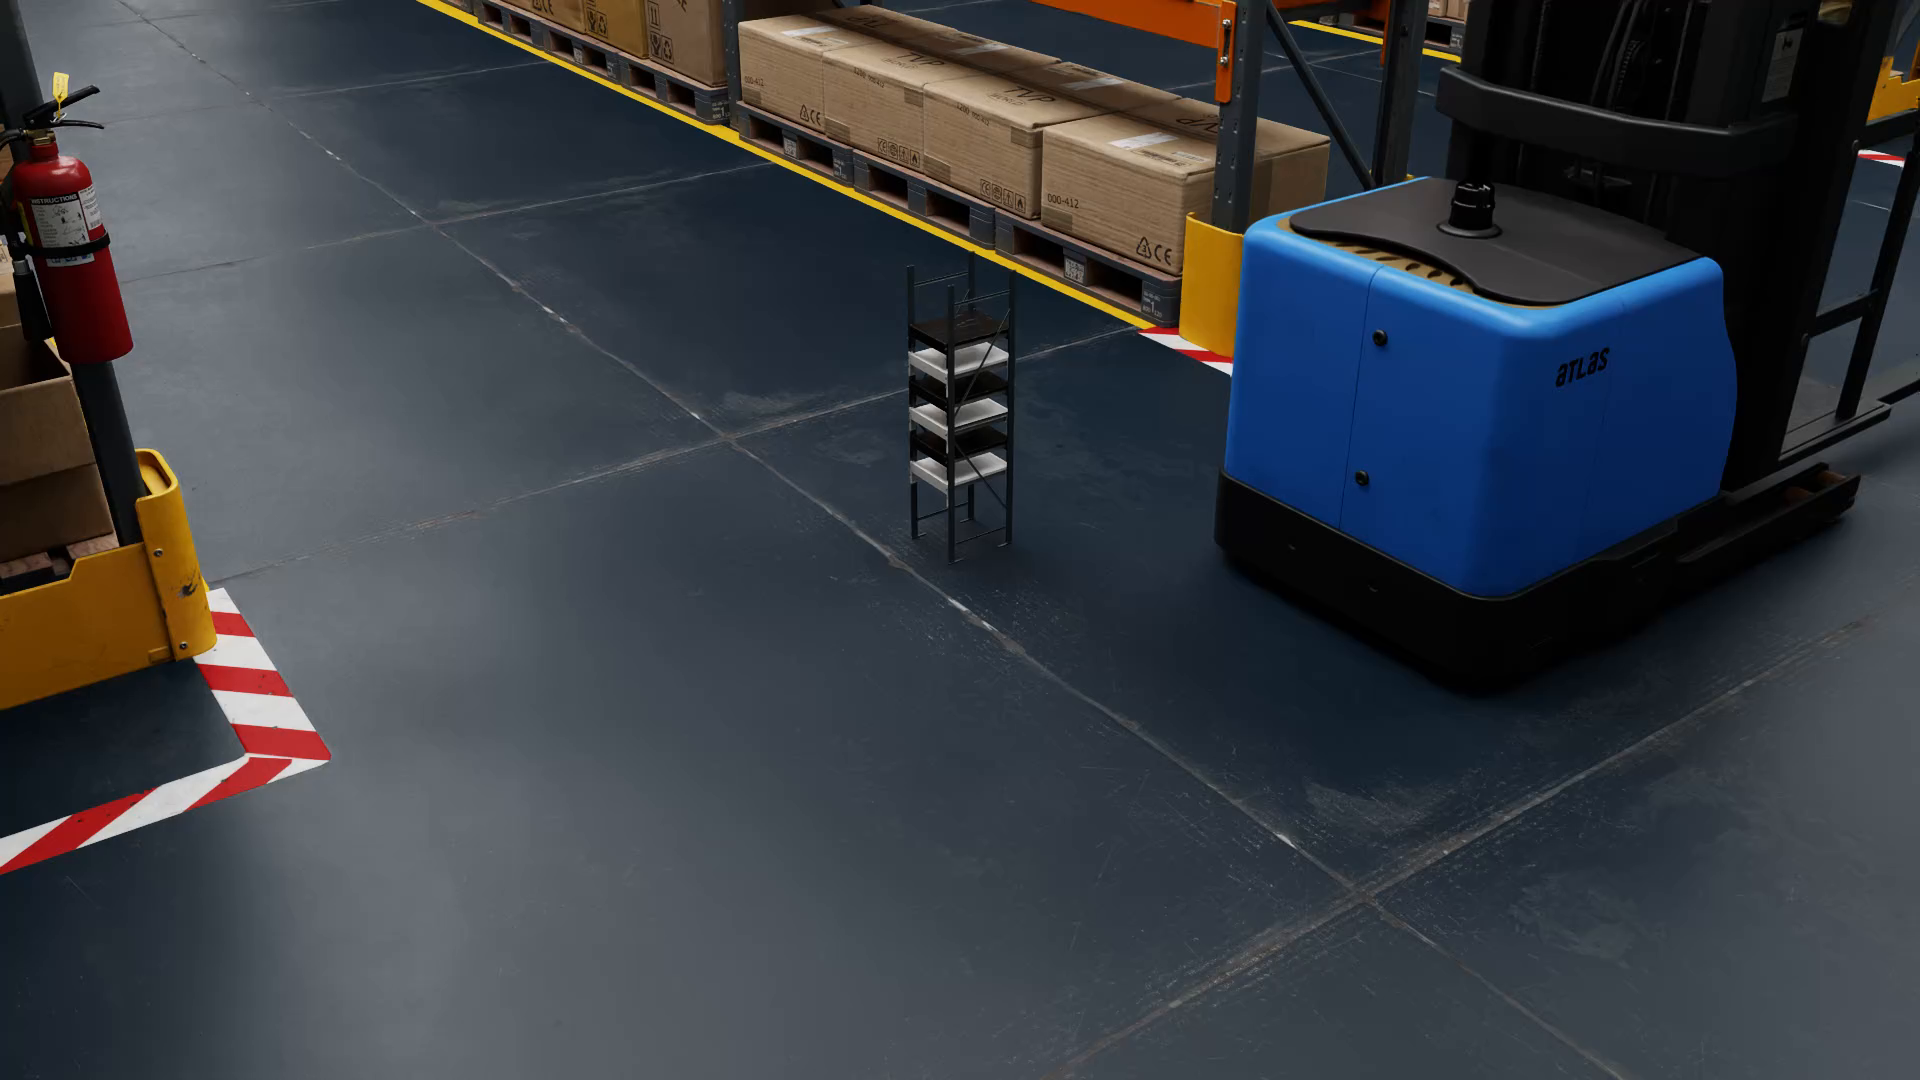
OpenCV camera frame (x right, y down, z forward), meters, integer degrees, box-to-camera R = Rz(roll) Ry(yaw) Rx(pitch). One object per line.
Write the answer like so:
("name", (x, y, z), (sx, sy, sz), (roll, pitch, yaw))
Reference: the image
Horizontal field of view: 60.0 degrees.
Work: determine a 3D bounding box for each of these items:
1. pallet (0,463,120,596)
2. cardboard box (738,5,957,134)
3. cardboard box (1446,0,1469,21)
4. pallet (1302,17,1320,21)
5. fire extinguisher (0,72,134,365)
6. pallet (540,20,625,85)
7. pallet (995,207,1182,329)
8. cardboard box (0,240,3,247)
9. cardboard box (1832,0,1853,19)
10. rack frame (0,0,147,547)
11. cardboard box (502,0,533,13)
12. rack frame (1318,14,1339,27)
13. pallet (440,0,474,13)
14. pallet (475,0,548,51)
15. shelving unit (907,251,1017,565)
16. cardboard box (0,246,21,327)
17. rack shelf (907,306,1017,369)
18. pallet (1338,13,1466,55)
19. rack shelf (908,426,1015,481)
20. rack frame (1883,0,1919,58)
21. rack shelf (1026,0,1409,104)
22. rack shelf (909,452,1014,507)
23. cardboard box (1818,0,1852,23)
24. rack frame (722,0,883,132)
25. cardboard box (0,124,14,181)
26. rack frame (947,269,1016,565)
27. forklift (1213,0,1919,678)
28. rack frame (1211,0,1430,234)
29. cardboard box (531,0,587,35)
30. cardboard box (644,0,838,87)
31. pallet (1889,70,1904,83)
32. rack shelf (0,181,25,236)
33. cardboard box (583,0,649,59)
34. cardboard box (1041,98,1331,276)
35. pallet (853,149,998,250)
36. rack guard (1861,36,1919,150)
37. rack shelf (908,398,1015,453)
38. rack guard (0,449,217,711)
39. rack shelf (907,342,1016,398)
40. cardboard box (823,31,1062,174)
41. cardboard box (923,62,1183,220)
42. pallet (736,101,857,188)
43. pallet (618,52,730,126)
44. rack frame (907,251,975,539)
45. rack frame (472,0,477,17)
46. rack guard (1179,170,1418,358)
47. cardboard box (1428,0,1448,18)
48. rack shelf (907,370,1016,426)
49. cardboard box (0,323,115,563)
("pallet", (-3.119, -0.003, 5.035), (1.003, 0.211, 1.213), (-19, 34, -31))
("cardboard box", (-0.614, -2.605, 9.149), (0.875, 0.438, 0.875), (-19, 34, -31))
("cardboard box", (3.561, -3.661, 11.395), (0.380, 0.149, 0.250), (-20, 34, -32))
("pallet", (2.630, -4.307, 12.959), (1.003, 0.211, 1.213), (-19, 34, -31))
("fire extinguisher", (-2.150, -0.763, 3.983), (0.296, 0.674, 0.183), (-19, 34, -31))
("pallet", (-2.112, -3.349, 11.195), (1.003, 0.211, 1.213), (-19, 34, -31))
("pallet", (0.901, -1.329, 7.476), (1.003, 0.211, 1.213), (-19, 34, -31))
("cardboard box", (-3.579, -0.816, 5.789), (0.500, 0.500, 0.500), (-18, 33, -30))
("cardboard box", (5.375, -3.166, 9.860), (0.380, 0.149, 0.250), (-21, 35, -33))
("rack frame", (-2.612, -0.890, 3.745), (1.000, 3.000, 0.127), (-19, 34, -31))
("cardboard box", (-2.878, -4.335, 11.875), (0.875, 0.875, 0.875), (-19, 34, -31))
("rack frame", (3.082, -5.230, 11.737), (1.000, 3.000, 0.127), (-19, 34, -31))
("pallet", (-3.664, -4.454, 13.230), (1.003, 0.211, 1.213), (-19, 34, -31))
("pallet", (-2.816, -3.823, 12.067), (1.003, 0.211, 1.213), (-19, 34, -31))
("shelving unit", (0.005, -0.392, 5.029), (0.258, 0.900, 0.210), (-19, 34, -31))
("cardboard box", (-3.354, -0.583, 5.359), (0.700, 0.500, 0.500), (-17, 33, -29))
("rack shelf", (0.005, -0.600, 4.916), (0.258, 0.077, 0.200), (-19, 34, -31))
("pallet", (3.501, -3.753, 11.940), (1.003, 0.211, 1.213), (-19, 34, -31))
("rack shelf", (0.005, -0.284, 5.088), (0.258, 0.077, 0.200), (-19, 34, -31))
("rack frame", (5.403, -3.675, 8.874), (1.000, 3.000, 0.127), (-19, 34, -31))
("rack shelf", (0.269, -2.727, 7.881), (1.077, 0.370, 4.000), (-19, 34, -31))
("rack shelf", (0.005, -0.205, 5.131), (0.258, 0.077, 0.200), (-19, 34, -31))
("cardboard box", (4.889, -3.004, 9.562), (0.380, 0.149, 0.250), (-18, 33, -30))
("rack frame", (-0.891, -3.820, 9.141), (1.000, 3.000, 0.127), (-19, 34, -31))
("cardboard box", (-2.579, -0.983, 4.180), (0.380, 0.149, 0.250), (-19, 34, -31))
("rack frame", (0.064, -0.353, 4.957), (0.240, 0.900, 0.006), (-19, 34, -31))
("forklift", (2.263, -1.470, 4.886), (3.031, 2.935, 1.130), (-20, 34, -32))
("rack frame", (1.429, -2.265, 6.278), (1.000, 3.000, 0.127), (-19, 34, -31))
("cardboard box", (-2.364, -3.987, 11.234), (0.875, 0.875, 0.875), (-18, 33, -30))
("cardboard box", (-1.316, -3.290, 9.951), (0.875, 0.875, 0.875), (-18, 33, -29))
("pallet", (4.916, -2.805, 10.193), (1.003, 0.211, 1.213), (-19, 34, -31))
("rack shelf", (-3.772, -1.351, 5.349), (1.077, 0.370, 4.000), (-19, 34, -31))
("cardboard box", (-1.846, -3.639, 10.594), (0.875, 0.875, 0.875), (-18, 33, -29))
("cardboard box", (0.965, -1.553, 7.211), (0.875, 0.438, 0.875), (-20, 34, -32))
("pallet", (0.198, -1.803, 8.349), (1.003, 0.211, 1.213), (-19, 34, -31))
("rack guard", (5.359, -2.606, 9.525), (1.175, 0.500, 0.348), (-19, 34, -31))
("rack shelf", (0.005, -0.363, 5.045), (0.258, 0.077, 0.200), (-19, 34, -31))
("rack guard", (-2.656, 0.179, 4.396), (1.175, 0.500, 0.348), (-19, 34, -31))
("rack shelf", (0.005, -0.521, 4.959), (0.258, 0.077, 0.200), (-19, 34, -31))
("cardboard box", (-0.095, -2.257, 8.508), (0.875, 0.438, 0.875), (-20, 34, -32))
("cardboard box", (0.427, -1.906, 7.862), (0.875, 0.438, 0.875), (-18, 33, -29))
("pallet", (-0.514, -2.278, 9.223), (1.003, 0.211, 1.213), (-19, 34, -31))
("pallet", (-1.400, -2.874, 10.321), (1.003, 0.211, 1.213), (-19, 34, -31))
("rack frame", (-0.054, -0.432, 5.102), (0.240, 0.900, 0.006), (-19, 34, -31))
("rack frame", (-3.211, -5.375, 12.005), (1.000, 3.000, 0.127), (-19, 34, -31))
("rack guard", (1.443, -1.157, 6.857), (1.175, 0.500, 0.348), (-19, 34, -31))
("cardboard box", (3.373, -3.745, 11.551), (0.380, 0.149, 0.250), (-19, 34, -31))
("rack shelf", (0.005, -0.442, 5.002), (0.258, 0.077, 0.200), (-19, 34, -31))
("cardboard box", (-2.890, -0.241, 4.727), (0.797, 0.503, 0.637), (-20, 34, -33))
